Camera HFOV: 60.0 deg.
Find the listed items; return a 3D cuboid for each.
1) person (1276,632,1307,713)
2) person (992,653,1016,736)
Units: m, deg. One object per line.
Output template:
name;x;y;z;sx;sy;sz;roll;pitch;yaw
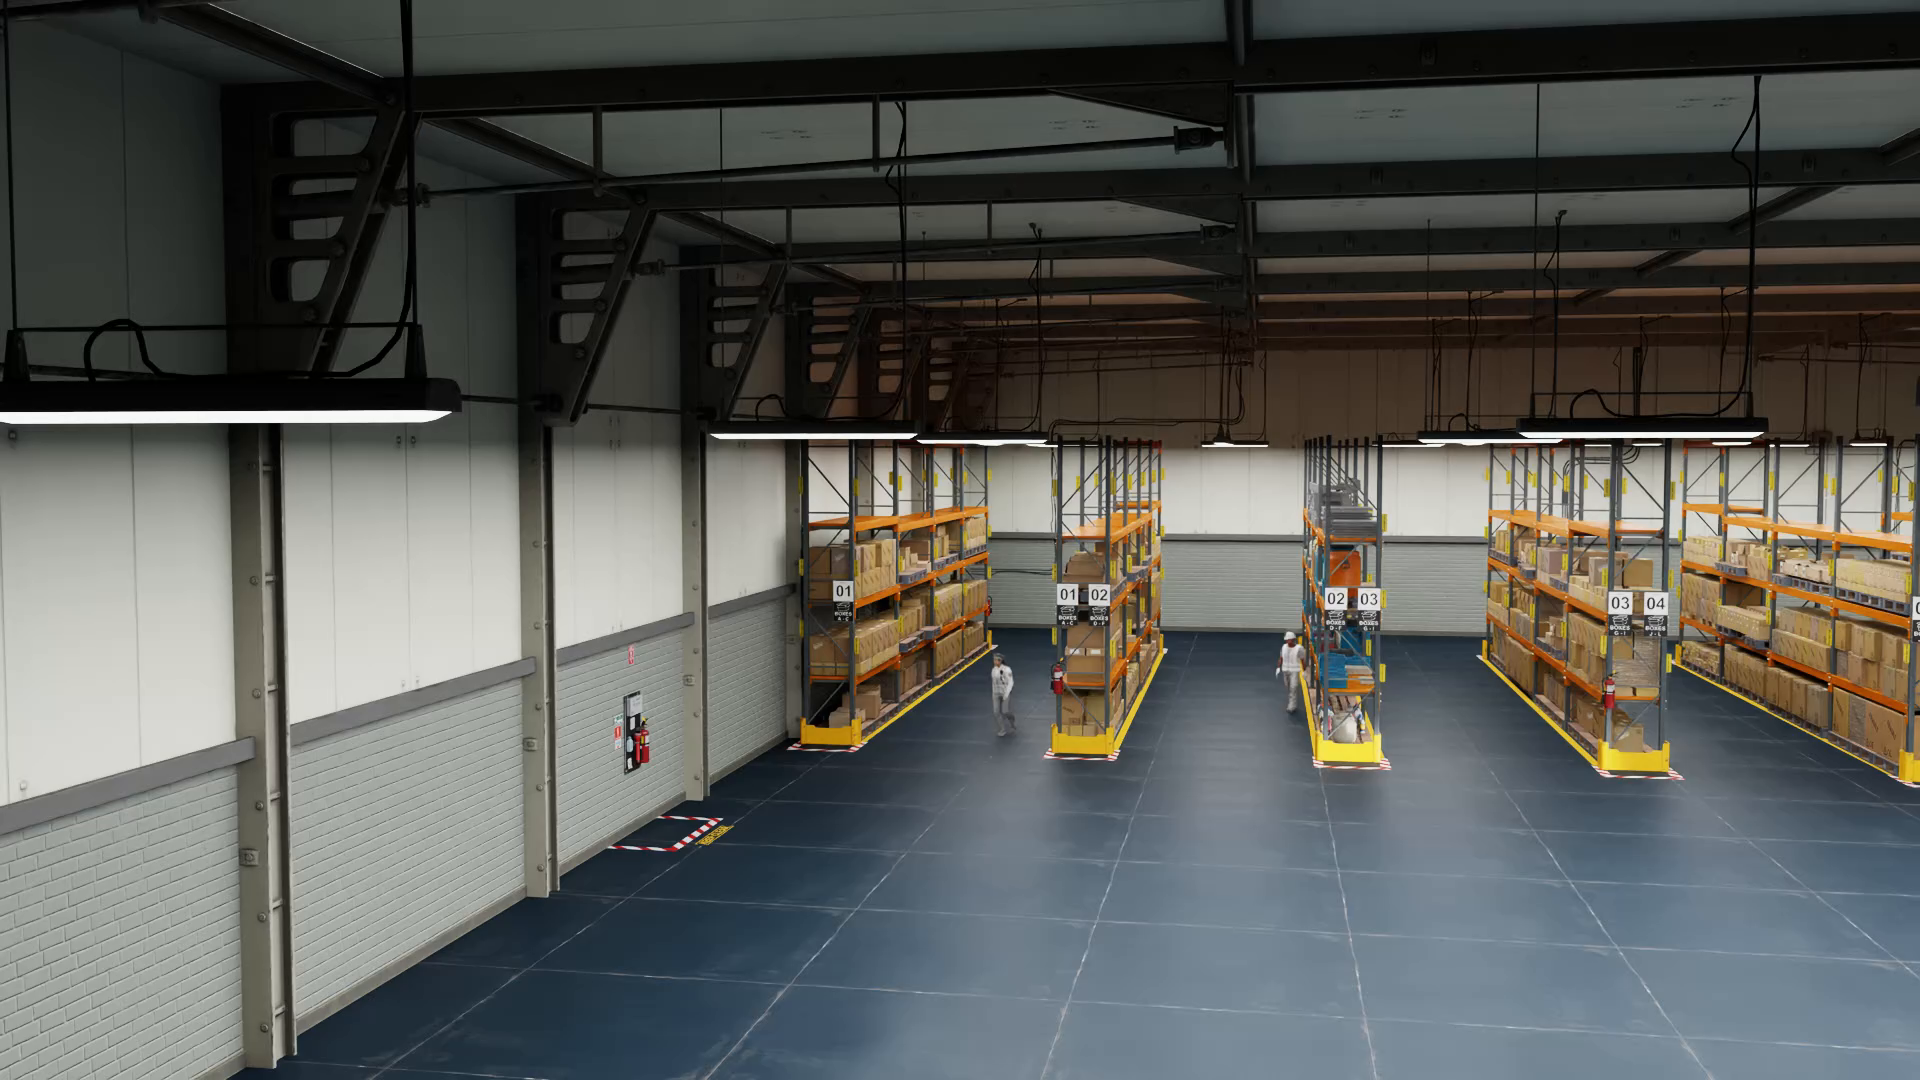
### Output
person;7.232;2.885;36.414;0.632;1.753;0.916;3;4;42
person;0.870;3.095;33.528;0.547;1.647;0.569;2;4;34
